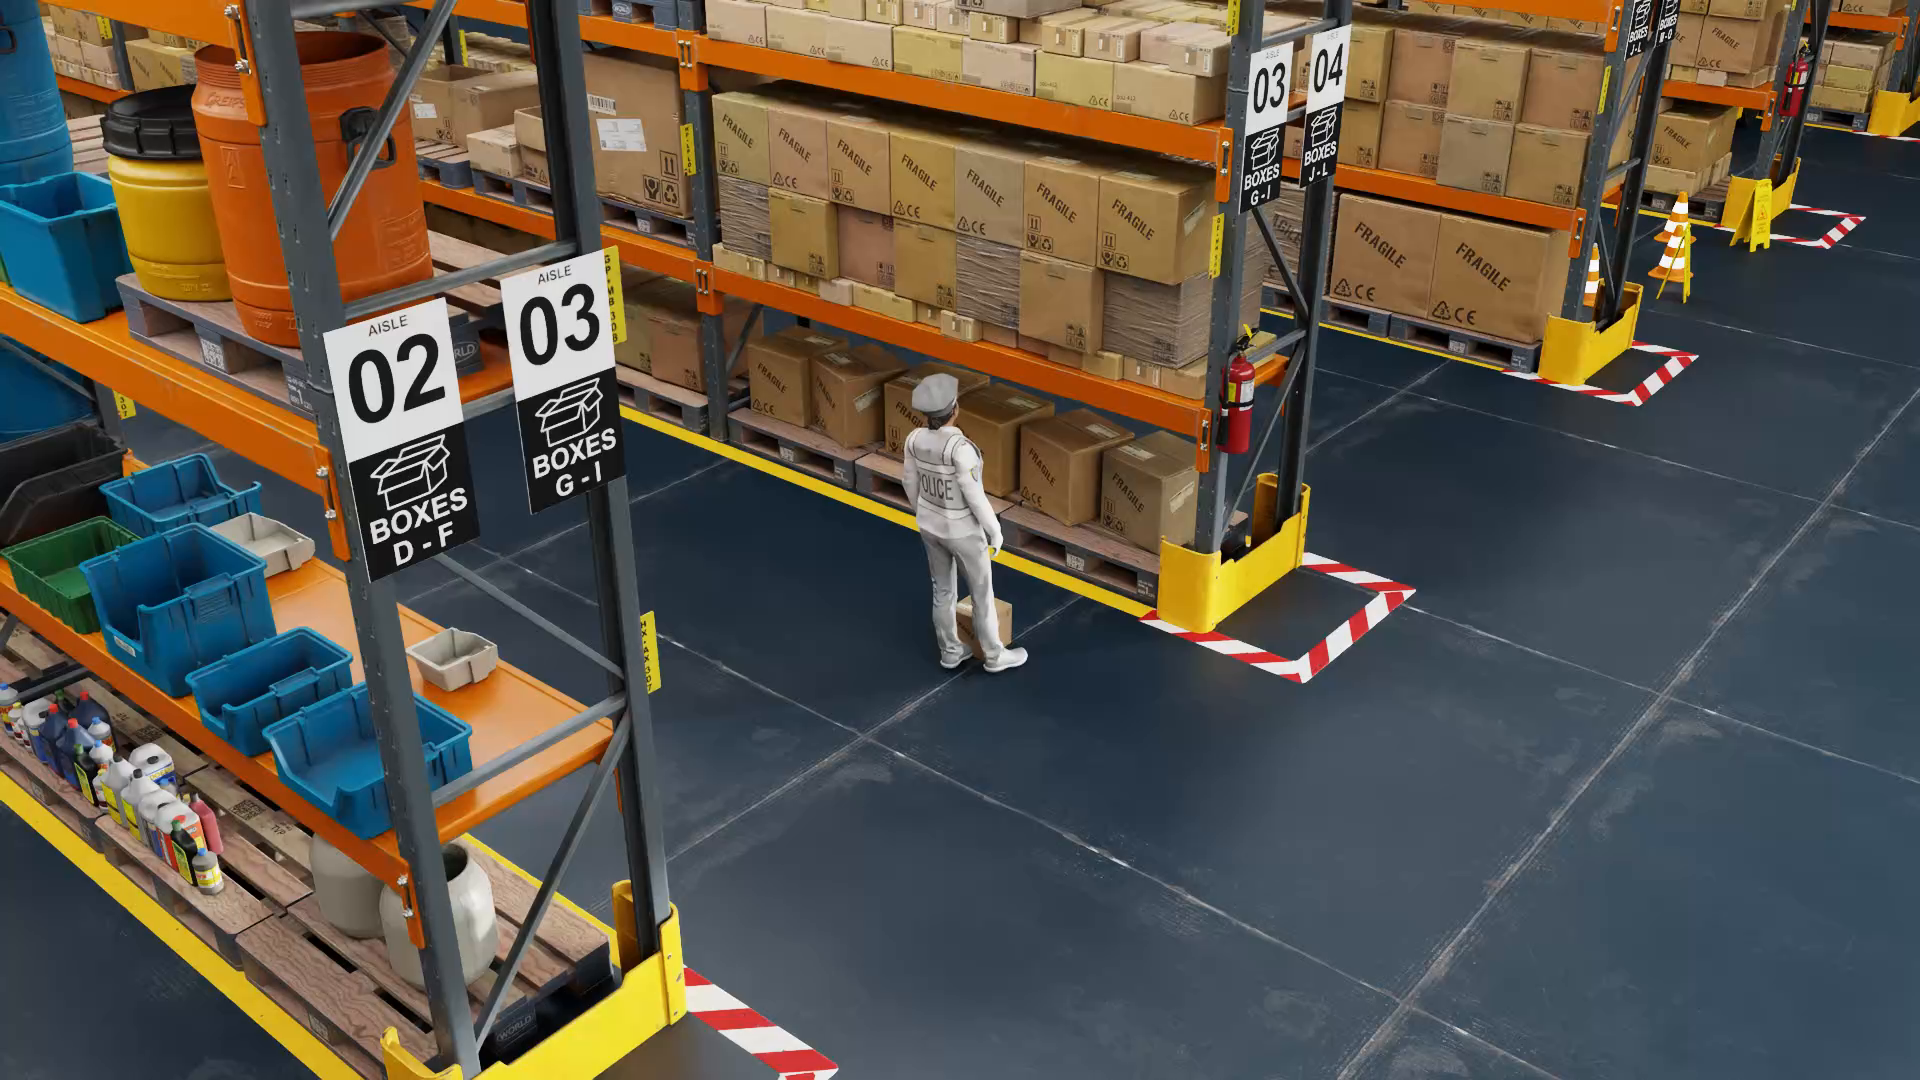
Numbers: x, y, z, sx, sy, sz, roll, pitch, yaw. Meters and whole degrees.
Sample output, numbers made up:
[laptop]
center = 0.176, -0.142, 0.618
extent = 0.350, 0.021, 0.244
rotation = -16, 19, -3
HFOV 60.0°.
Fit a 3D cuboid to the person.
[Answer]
[person]
center = 0.002, -0.090, 8.737
extent = 0.587, 1.697, 0.534
rotation = 21, 34, 34
